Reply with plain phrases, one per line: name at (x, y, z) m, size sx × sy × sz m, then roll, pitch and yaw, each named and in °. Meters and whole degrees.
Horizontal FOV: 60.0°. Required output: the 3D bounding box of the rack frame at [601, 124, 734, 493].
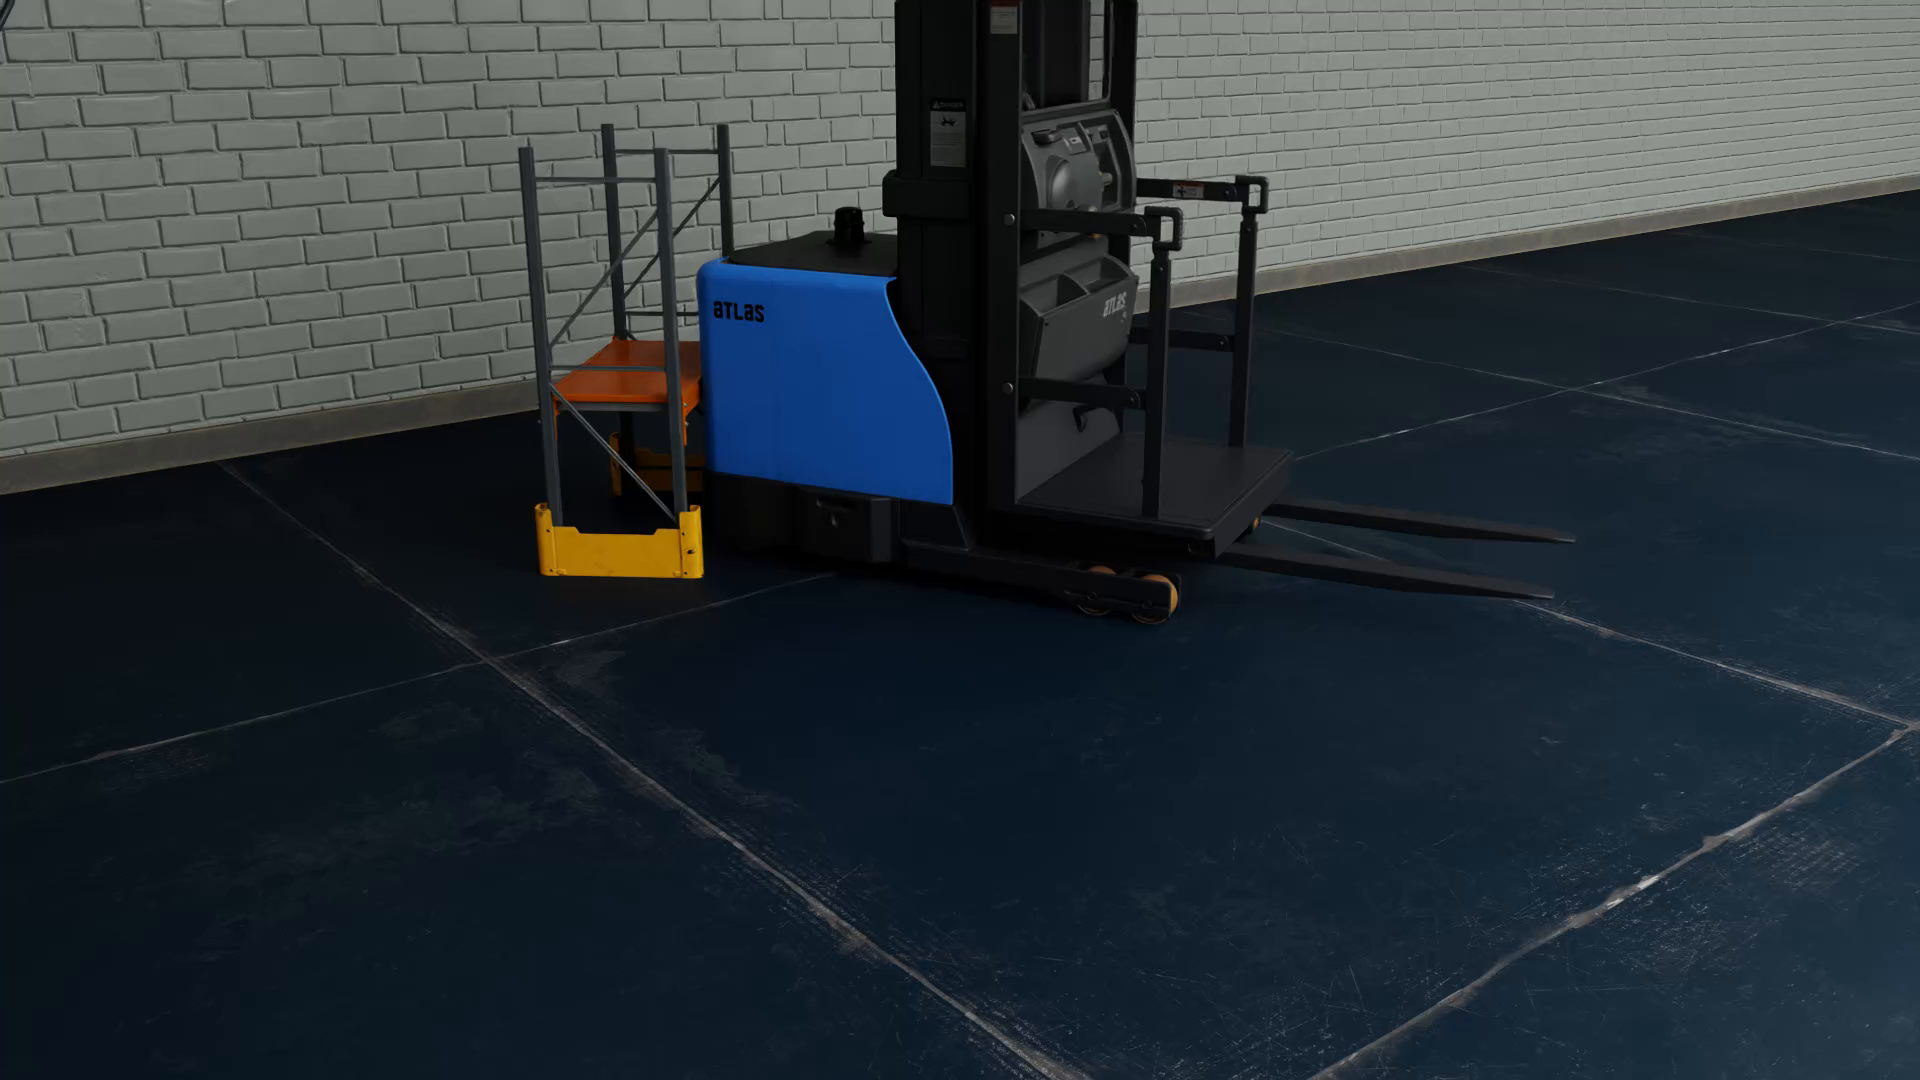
rack frame at (-1.152, -0.911, 6.727) m, size 0.500 × 1.500 × 0.032 m, roll 1°, pitch 18°, yaw 4°

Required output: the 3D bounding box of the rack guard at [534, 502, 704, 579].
rack guard at (-1.220, 0.001, 5.961) m, size 0.587 × 0.250 × 0.087 m, roll 1°, pitch 18°, yaw 4°

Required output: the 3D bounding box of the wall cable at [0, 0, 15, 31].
wall cable at (-4.874, -2.756, 5.308) m, size 3.097 × 2.526 × 0.112 m, roll -14°, pitch 23°, yaw -36°

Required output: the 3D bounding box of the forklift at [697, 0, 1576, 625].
forklift at (0.598, -1.300, 5.625) m, size 3.031 × 2.935 × 1.130 m, roll 8°, pitch 20°, yaw 24°

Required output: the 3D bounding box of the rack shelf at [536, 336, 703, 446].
rack shelf at (-1.186, -0.580, 6.302) m, size 0.538 × 0.185 × 1.000 m, roll 1°, pitch 18°, yaw 4°

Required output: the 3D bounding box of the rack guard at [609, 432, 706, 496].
rack guard at (-1.154, -0.311, 6.905) m, size 0.587 × 0.250 × 0.087 m, roll 1°, pitch 18°, yaw 4°

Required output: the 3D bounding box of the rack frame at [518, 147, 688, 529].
rack frame at (-1.220, -0.592, 5.764) m, size 0.500 × 1.500 × 0.032 m, roll 1°, pitch 18°, yaw 4°

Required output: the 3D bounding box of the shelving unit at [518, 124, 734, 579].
shelving unit at (-1.187, -0.748, 6.237) m, size 0.587 × 1.500 × 1.083 m, roll 1°, pitch 18°, yaw 4°
